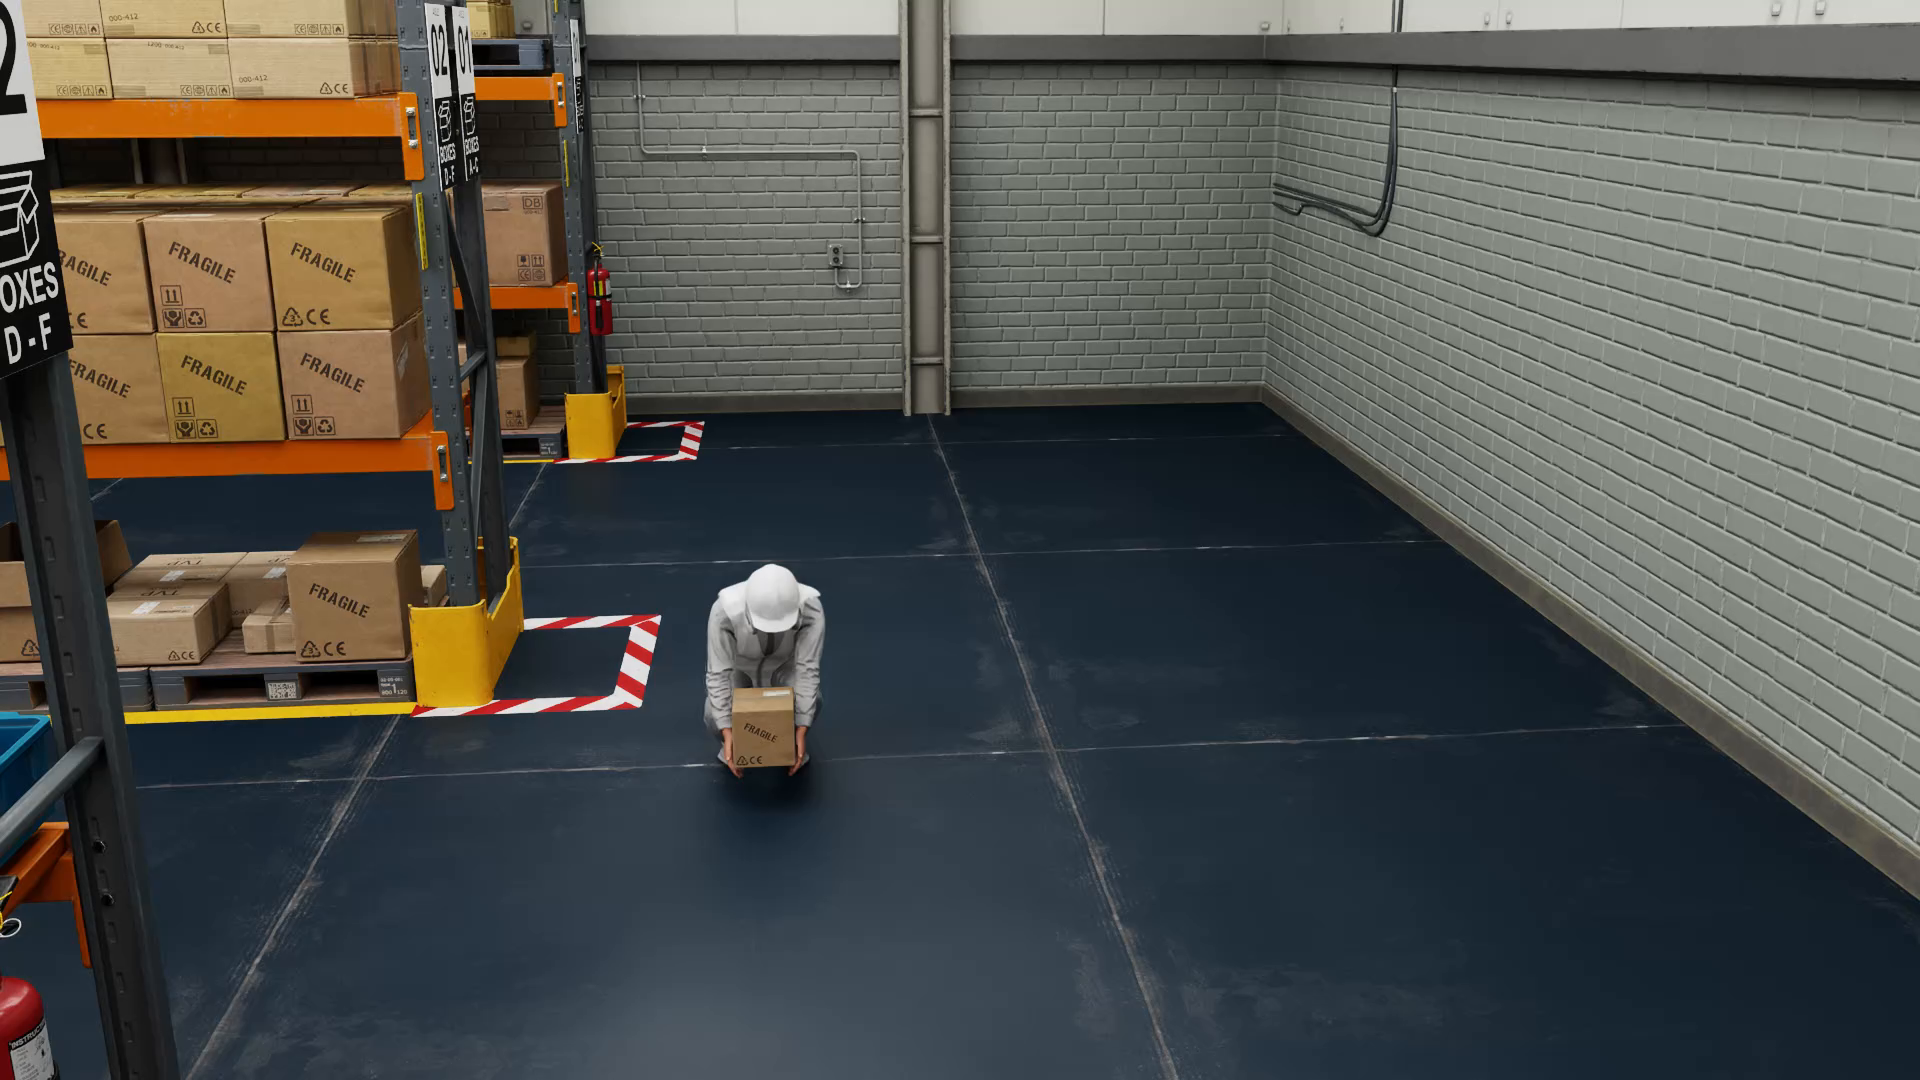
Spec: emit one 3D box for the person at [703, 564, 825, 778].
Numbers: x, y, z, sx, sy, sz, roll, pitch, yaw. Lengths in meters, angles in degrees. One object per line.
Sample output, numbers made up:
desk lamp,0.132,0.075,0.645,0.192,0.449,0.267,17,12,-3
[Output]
person,-0.841,0.511,7.140,0.527,1.010,0.863,-2,17,-6
